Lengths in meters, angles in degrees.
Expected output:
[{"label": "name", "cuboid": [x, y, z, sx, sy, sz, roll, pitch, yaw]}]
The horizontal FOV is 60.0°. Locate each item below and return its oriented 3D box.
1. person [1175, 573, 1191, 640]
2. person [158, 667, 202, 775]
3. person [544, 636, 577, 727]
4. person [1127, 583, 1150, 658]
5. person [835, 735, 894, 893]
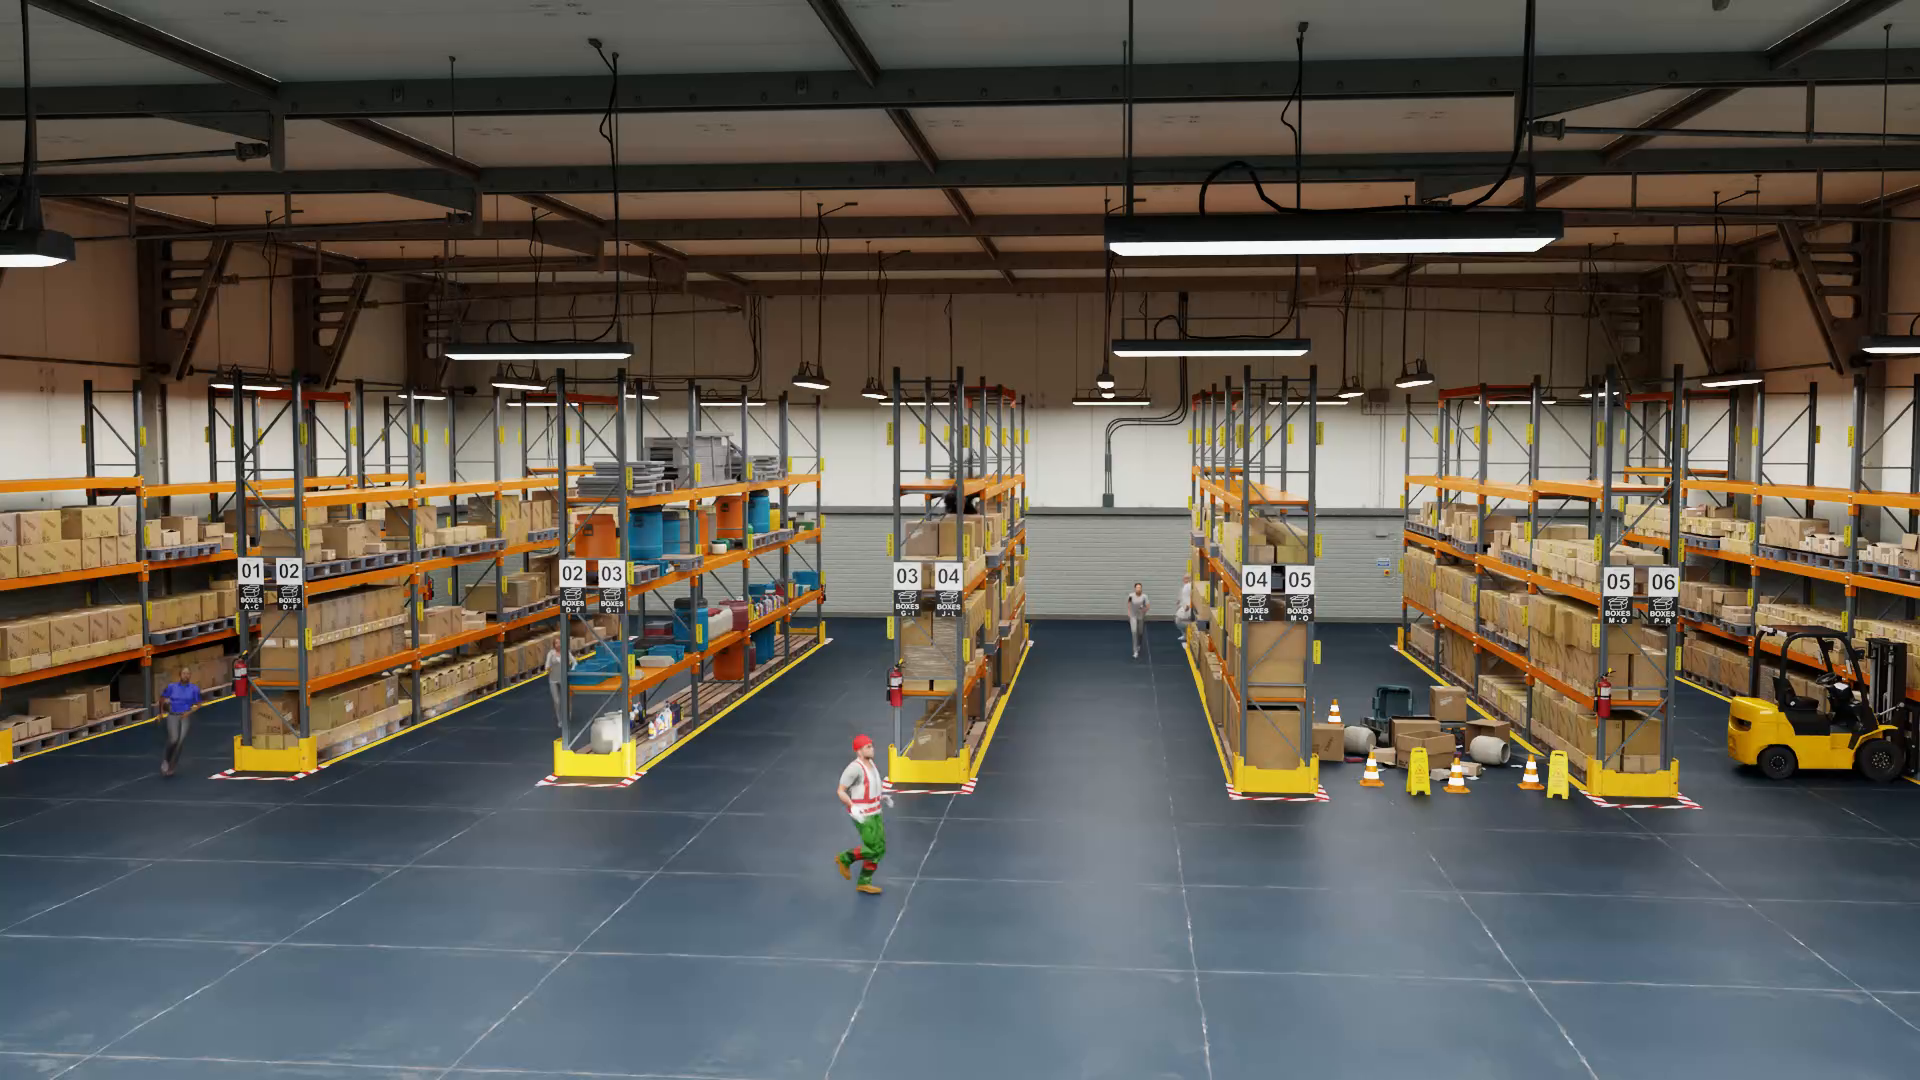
[{"label": "person", "cuboid": [5.577, 1.651, 40.759, 0.585, 1.688, 0.810, 0, 4, -4]}, {"label": "person", "cuboid": [-11.490, 2.673, 24.509, 0.586, 1.587, 0.584, -2, 4, -28]}, {"label": "person", "cuboid": [-6.832, 2.441, 28.392, 0.519, 1.582, 0.615, 0, 4, -4]}, {"label": "person", "cuboid": [4.079, 1.805, 38.085, 0.522, 1.676, 0.964, 0, 4, 3]}, {"label": "person", "cuboid": [-1.053, 3.001, 18.256, 0.601, 1.738, 0.658, 2, 4, 25]}]
